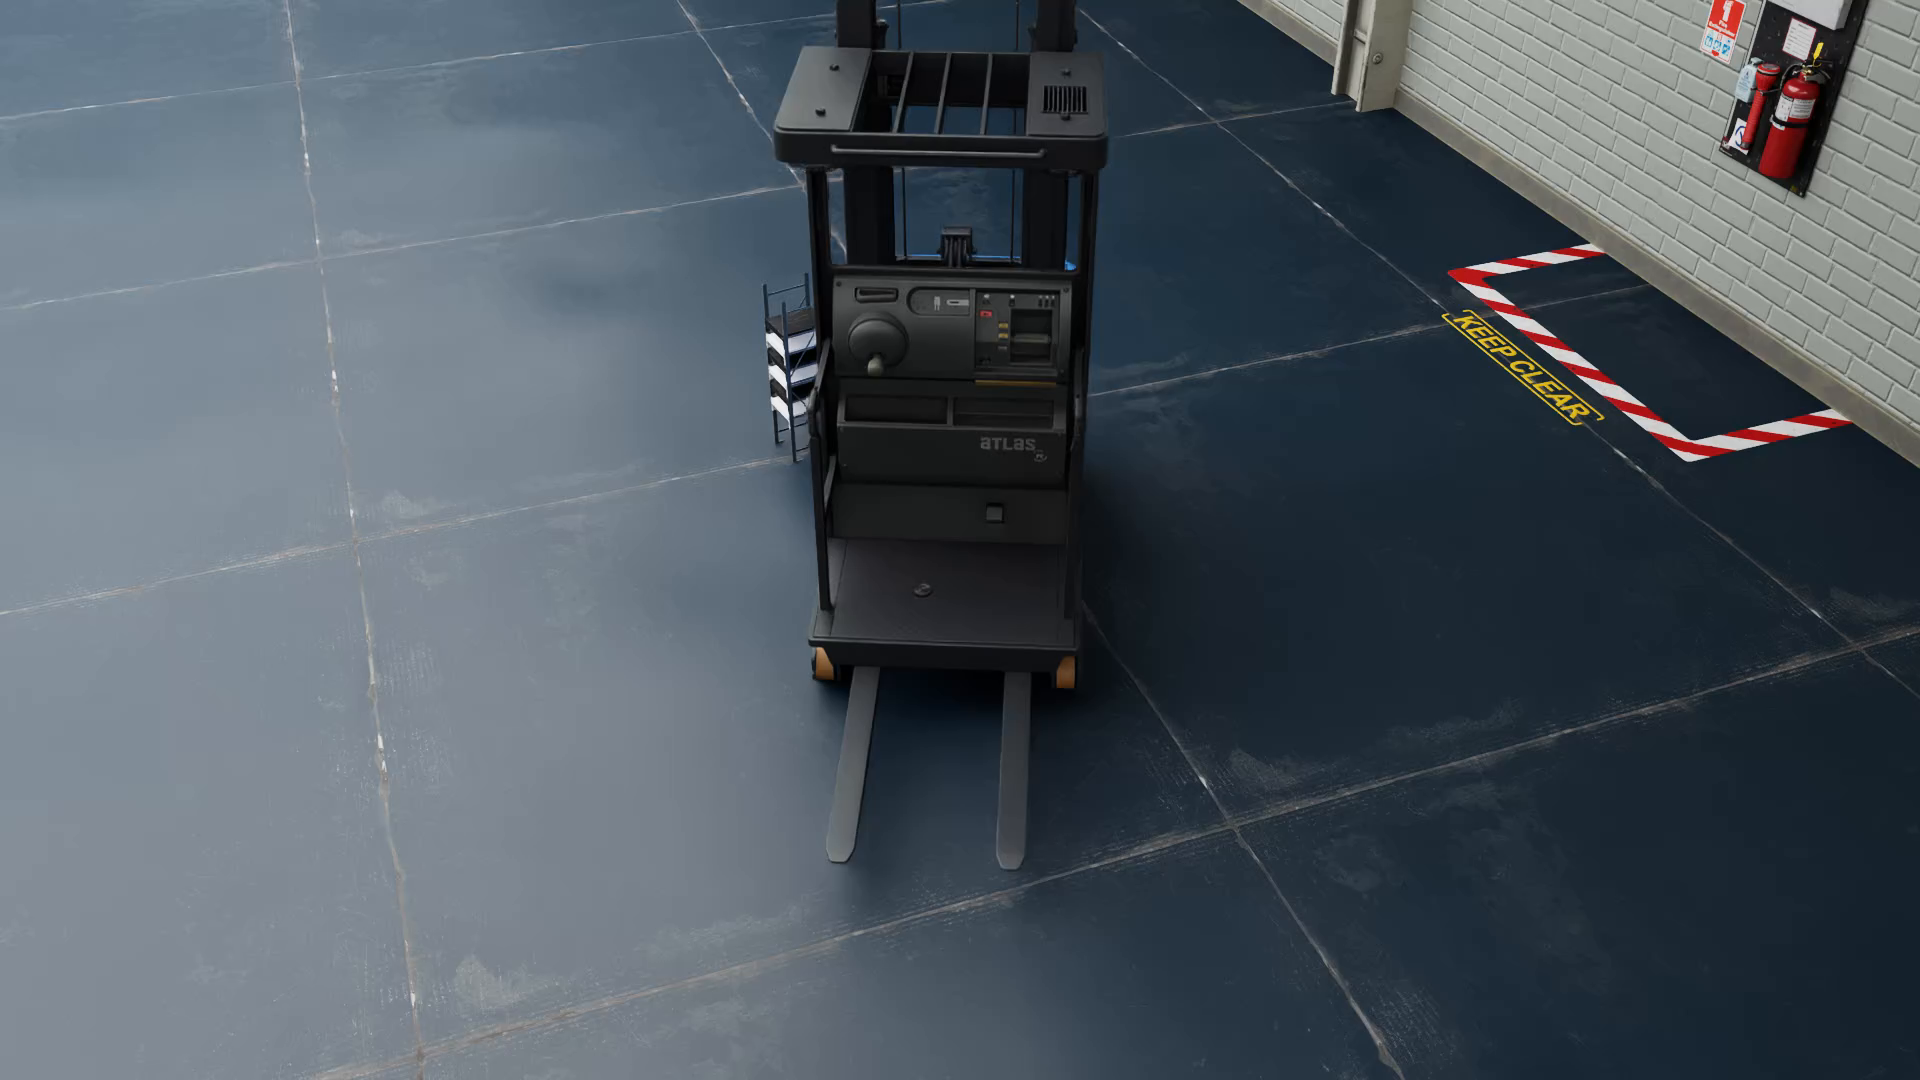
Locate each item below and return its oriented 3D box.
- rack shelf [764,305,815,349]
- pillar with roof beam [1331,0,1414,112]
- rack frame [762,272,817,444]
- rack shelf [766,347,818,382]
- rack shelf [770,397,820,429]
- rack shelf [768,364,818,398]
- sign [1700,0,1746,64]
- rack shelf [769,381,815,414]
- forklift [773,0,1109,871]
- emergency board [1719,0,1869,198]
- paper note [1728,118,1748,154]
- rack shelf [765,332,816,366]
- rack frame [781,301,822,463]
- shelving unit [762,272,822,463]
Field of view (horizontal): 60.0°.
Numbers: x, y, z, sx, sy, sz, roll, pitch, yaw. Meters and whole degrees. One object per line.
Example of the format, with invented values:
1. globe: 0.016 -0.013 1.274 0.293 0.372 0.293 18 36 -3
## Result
1. rack shelf: -0.779 -1.021 7.964 0.258 0.077 0.200 -20 41 -24
2. pillar with roof beam: -1.140 -5.873 8.068 9.100 9.000 0.400 -12 39 -16
3. rack frame: -0.831 -0.885 8.176 0.240 0.900 0.006 -20 41 -24
4. rack shelf: -0.779 -0.877 8.073 0.258 0.077 0.200 -20 41 -24
5. rack shelf: -0.779 -0.662 8.235 0.258 0.077 0.200 -20 41 -24
6. rack shelf: -0.779 -0.805 8.127 0.258 0.077 0.200 -20 41 -24
7. sign: 4.059 -2.731 8.852 0.001 0.329 0.234 -12 39 -16
8. rack shelf: -0.779 -0.733 8.181 0.258 0.077 0.200 -20 41 -24
9. forklift: -0.041 -0.754 6.315 1.130 2.935 3.031 2 37 3
10. emergency board: 4.153 -2.383 8.420 0.194 1.169 0.643 -12 39 -16
11. paper note: 4.157 -2.145 8.837 0.016 0.148 0.142 -12 39 -16
12. rack shelf: -0.779 -0.949 8.018 0.258 0.077 0.200 -20 41 -24
13. rack frame: -0.727 -0.779 8.037 0.240 0.900 0.006 -20 41 -24
14. shelving unit: -0.779 -0.832 8.107 0.258 0.900 0.210 -20 41 -24
